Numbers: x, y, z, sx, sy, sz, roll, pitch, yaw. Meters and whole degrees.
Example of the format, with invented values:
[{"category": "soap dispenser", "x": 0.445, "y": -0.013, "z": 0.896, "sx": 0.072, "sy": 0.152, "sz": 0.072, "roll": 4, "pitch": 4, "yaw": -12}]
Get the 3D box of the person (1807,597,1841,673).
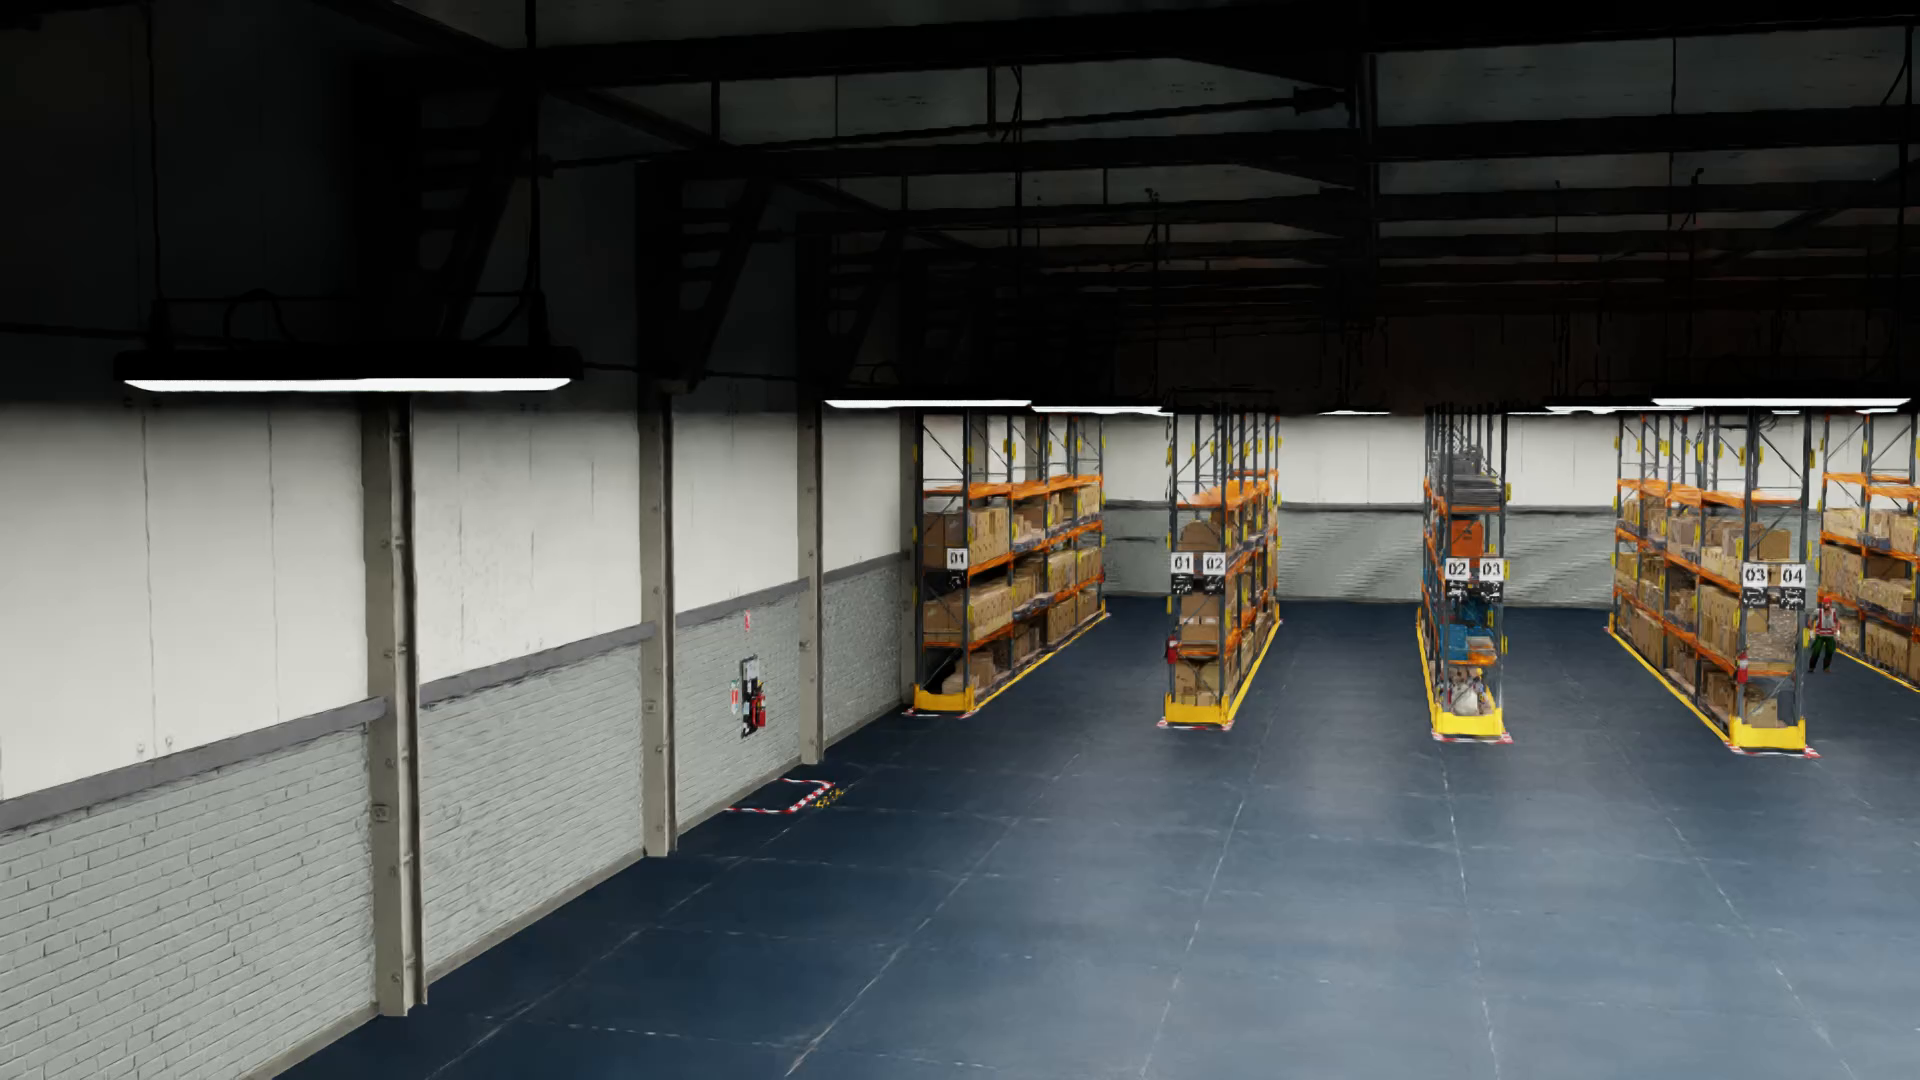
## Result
[{"category": "person", "x": 19.287, "y": 2.121, "z": 37.109, "sx": 0.677, "sy": 1.742, "sz": 0.552, "roll": 1, "pitch": 4, "yaw": 13}]
